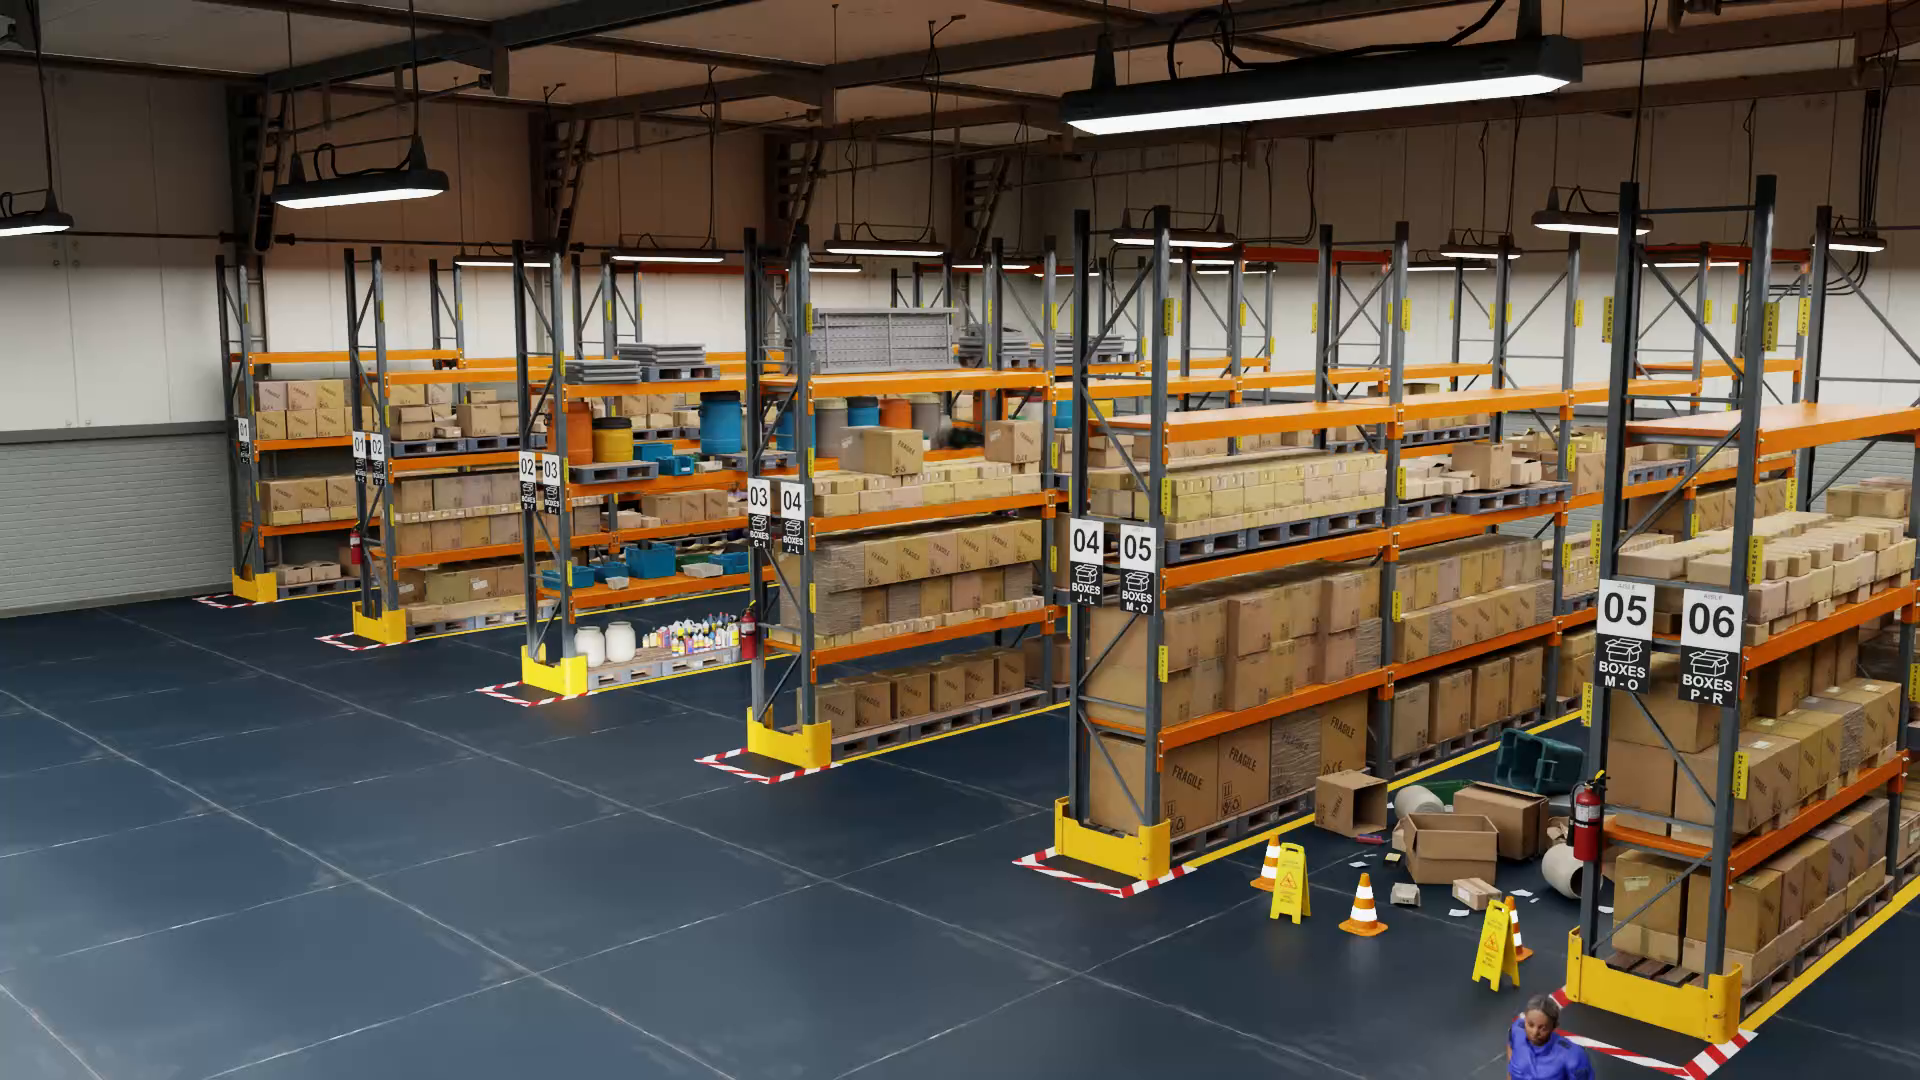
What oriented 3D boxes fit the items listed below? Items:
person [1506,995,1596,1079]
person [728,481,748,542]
[{"bbox_3d":[3.194,3.143,8.951,0.543,1.633,0.778,6,10,34],"label":"person"},{"bbox_3d":[-4.450,-0.379,33.355,0.559,1.695,0.856,8,11,44],"label":"person"}]
